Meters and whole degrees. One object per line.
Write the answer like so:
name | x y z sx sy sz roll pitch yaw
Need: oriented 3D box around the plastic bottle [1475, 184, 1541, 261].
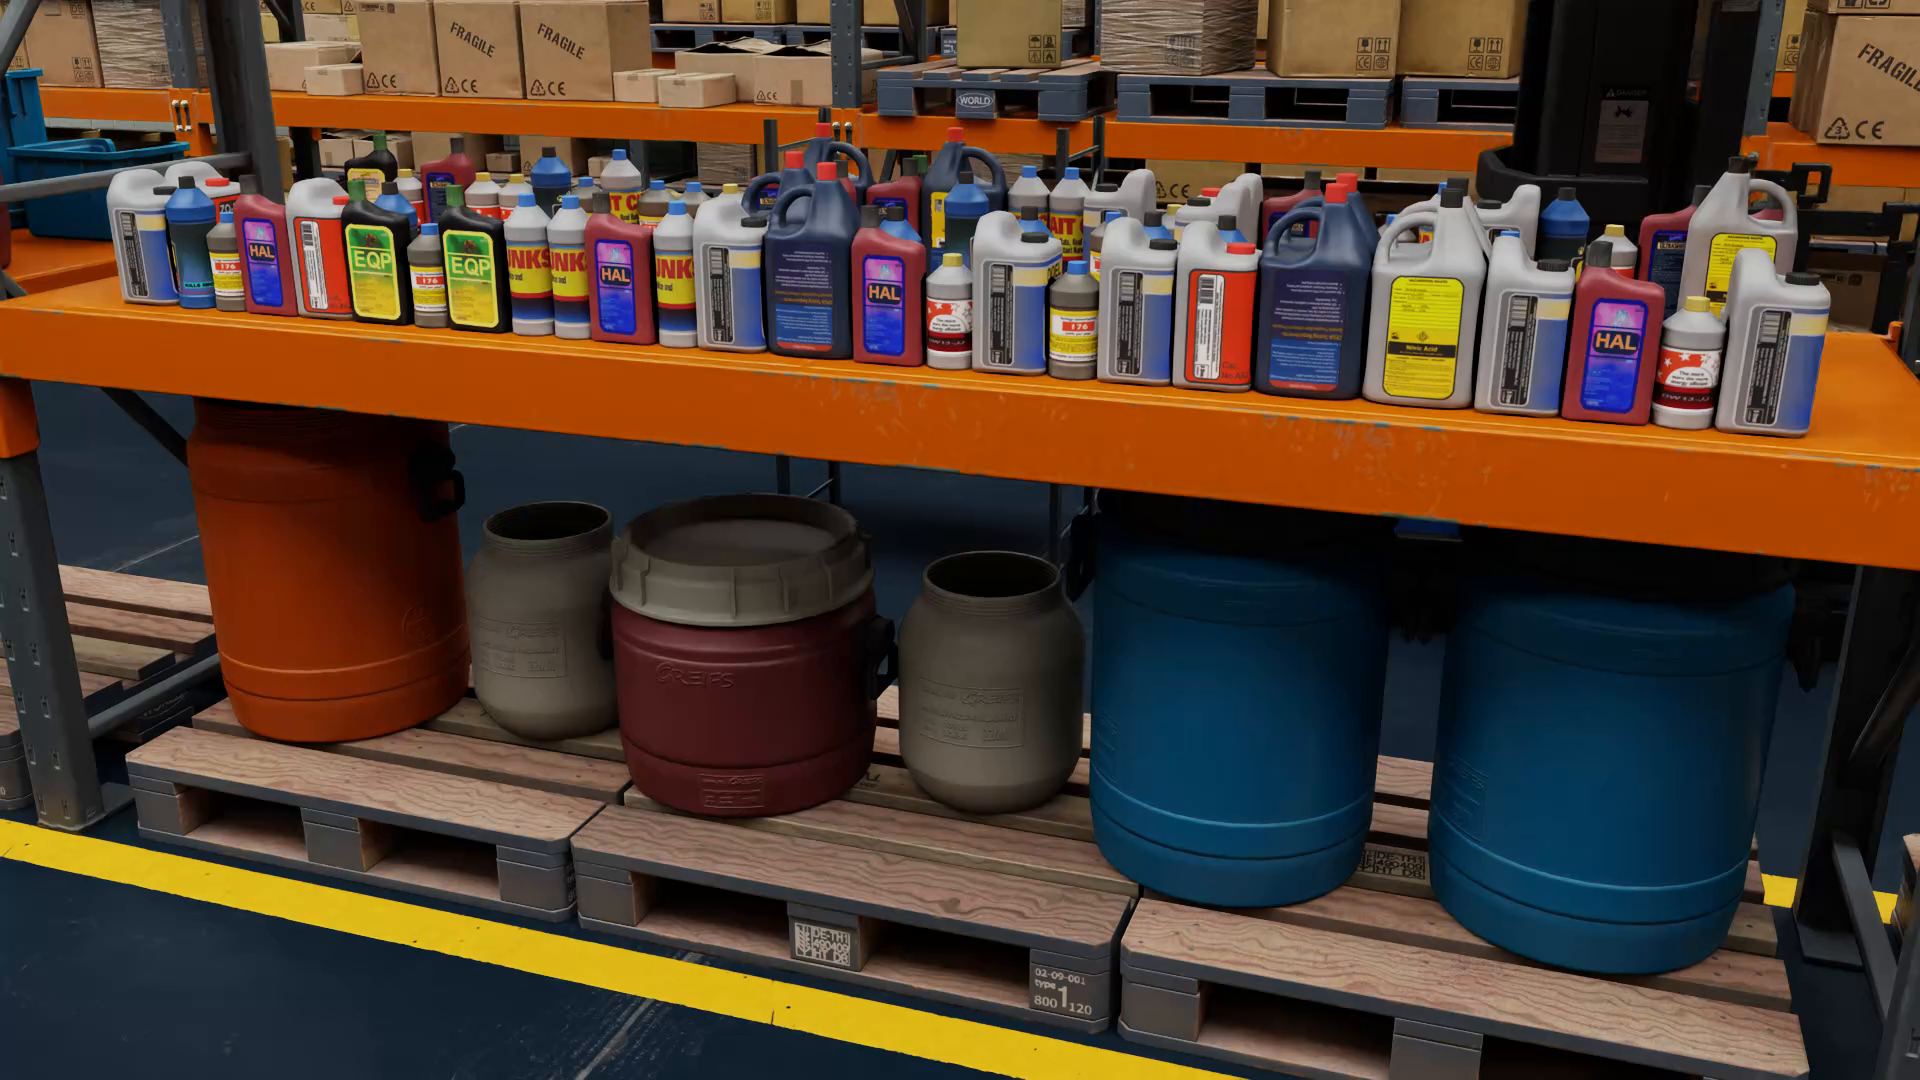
plastic bottle | 1.093 -0.580 3.372 0.135 0.276 0.152 7 20 18

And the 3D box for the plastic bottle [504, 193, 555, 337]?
plastic bottle | -0.843 -0.544 3.276 0.097 0.271 0.097 0 19 0

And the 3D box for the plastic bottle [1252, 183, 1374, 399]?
plastic bottle | 0.601 -0.425 2.813 0.185 0.351 0.144 7 20 18

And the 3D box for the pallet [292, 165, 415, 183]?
pallet | -5.505 -3.383 15.462 1.213 0.211 1.003 7 20 18

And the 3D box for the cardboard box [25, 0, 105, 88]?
cardboard box | -5.098 -2.983 9.924 0.500 0.500 0.700 6 20 17

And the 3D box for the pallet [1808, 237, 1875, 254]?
pallet | 5.695 -2.088 11.745 1.213 0.211 1.003 7 20 18

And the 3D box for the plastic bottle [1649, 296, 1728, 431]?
plastic bottle | 1.154 -0.283 2.633 0.097 0.201 0.097 0 19 0

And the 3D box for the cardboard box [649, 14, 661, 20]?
cardboard box | -2.928 -4.431 14.429 0.500 0.250 0.500 7 20 19

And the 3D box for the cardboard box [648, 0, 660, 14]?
cardboard box | -2.930 -4.784 14.300 0.500 0.500 0.500 6 20 17

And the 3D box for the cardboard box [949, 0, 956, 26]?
cardboard box | 0.240 -4.298 13.028 0.500 0.500 0.700 5 20 13

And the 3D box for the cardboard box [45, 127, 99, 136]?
cardboard box | -5.930 -2.397 10.797 0.500 0.500 0.500 7 20 18

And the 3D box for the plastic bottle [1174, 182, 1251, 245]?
plastic bottle | 0.514 -0.593 3.409 0.135 0.276 0.152 7 20 18

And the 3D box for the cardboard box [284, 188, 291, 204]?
cardboard box | -3.868 -1.877 9.592 0.500 0.311 0.500 7 20 18

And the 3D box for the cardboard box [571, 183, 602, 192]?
cardboard box | -2.262 -1.880 9.601 0.500 0.311 0.500 6 20 17

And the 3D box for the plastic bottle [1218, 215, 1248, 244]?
plastic bottle | 0.475 -0.447 2.996 0.097 0.271 0.097 0 19 0

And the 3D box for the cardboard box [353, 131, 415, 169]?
cardboard box | -5.170 -3.581 15.209 0.500 0.311 0.500 8 21 23

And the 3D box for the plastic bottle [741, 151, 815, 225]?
plastic bottle | -0.342 -0.586 3.274 0.185 0.351 0.144 7 20 18

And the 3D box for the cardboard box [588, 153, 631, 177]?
cardboard box | -3.070 -3.293 14.603 0.250 0.166 0.380 4 20 11

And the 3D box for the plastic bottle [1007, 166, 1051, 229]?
plastic bottle | 0.153 -0.695 3.708 0.097 0.271 0.097 0 19 0

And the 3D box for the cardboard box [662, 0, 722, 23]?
cardboard box | -2.085 -4.565 13.794 0.500 0.500 0.700 7 20 18

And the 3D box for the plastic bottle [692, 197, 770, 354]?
plastic bottle | -0.415 -0.507 3.162 0.135 0.276 0.152 7 20 18

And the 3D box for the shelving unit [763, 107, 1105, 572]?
shelving unit | -0.081 -0.717 5.856 1.048 1.500 0.538 7 20 18

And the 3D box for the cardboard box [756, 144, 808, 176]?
cardboard box | -1.349 -3.288 14.081 0.500 0.500 0.700 6 20 17

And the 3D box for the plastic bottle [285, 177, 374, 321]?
plastic bottle | -1.288 -0.607 3.449 0.135 0.276 0.152 7 20 18

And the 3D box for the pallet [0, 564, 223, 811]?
pallet | -2.746 0.358 4.728 1.213 0.211 1.003 7 20 18

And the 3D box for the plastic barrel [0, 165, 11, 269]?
plastic barrel | -2.565 -0.883 3.845 0.708 0.536 0.600 7 20 18

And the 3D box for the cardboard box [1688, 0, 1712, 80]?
cardboard box | 3.006 -2.337 7.432 0.500 0.500 0.700 0 19 0

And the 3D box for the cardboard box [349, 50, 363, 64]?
cardboard box | -3.286 -2.733 9.564 0.258 0.266 0.396 6 20 17

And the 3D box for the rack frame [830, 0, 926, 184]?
rack frame | -0.398 -2.402 8.411 0.127 3.000 1.000 7 20 18

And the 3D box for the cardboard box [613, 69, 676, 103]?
cardboard box | -1.621 -2.404 8.797 0.250 0.149 0.380 8 21 22

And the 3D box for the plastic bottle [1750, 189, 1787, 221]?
plastic bottle | 1.545 -0.548 3.268 0.133 0.283 0.061 7 20 18

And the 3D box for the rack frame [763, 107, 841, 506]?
rack frame | -0.561 -0.772 6.013 0.032 1.500 0.500 7 20 18

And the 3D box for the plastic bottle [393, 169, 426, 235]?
plastic bottle | -1.402 -0.840 4.230 0.097 0.201 0.097 0 19 0

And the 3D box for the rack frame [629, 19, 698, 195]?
rack frame | -2.555 -4.375 14.070 0.127 3.000 1.000 7 20 18

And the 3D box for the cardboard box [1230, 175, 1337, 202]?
cardboard box | 1.585 -1.642 8.219 0.500 0.250 0.500 6 20 17

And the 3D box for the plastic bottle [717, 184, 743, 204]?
plastic bottle | -0.540 -0.741 3.947 0.097 0.201 0.097 0 19 0

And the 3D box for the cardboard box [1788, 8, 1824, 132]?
cardboard box | 3.937 -2.043 7.229 0.500 0.500 0.500 7 20 19

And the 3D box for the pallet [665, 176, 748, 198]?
pallet | -1.819 -2.975 14.290 1.213 0.211 1.003 7 20 18

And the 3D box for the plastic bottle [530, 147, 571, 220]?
plastic bottle | -1.000 -0.827 4.087 0.097 0.271 0.097 0 19 0

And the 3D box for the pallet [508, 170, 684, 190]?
pallet | -3.201 -3.120 14.706 1.213 0.211 1.003 7 20 18

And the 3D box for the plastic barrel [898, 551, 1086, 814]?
plastic barrel | 0.070 0.316 3.753 0.421 0.512 0.421 0 19 0

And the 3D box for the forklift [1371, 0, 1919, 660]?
forklift | 2.479 -1.212 5.101 3.031 2.935 1.130 4 20 11

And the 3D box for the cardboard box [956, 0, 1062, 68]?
cardboard box | 0.234 -2.615 8.231 0.500 0.500 0.700 0 19 0

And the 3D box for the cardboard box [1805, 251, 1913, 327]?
cardboard box | 4.012 -1.024 7.587 0.500 0.500 0.500 7 20 18

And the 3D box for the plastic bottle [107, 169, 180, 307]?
plastic bottle | -1.725 -0.657 3.592 0.135 0.276 0.152 7 20 18

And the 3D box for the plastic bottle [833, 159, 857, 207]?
plastic bottle | -0.298 -0.708 3.728 0.133 0.283 0.061 7 20 18

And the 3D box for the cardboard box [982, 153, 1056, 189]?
cardboard box | 0.527 -3.032 13.347 0.500 0.500 0.700 7 20 19

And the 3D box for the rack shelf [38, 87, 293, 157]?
rack shelf | -6.066 -2.711 10.389 4.000 0.370 1.077 7 20 18

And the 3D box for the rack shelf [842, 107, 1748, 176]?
rack shelf | 1.491 -1.847 7.910 4.000 0.370 1.077 7 20 18

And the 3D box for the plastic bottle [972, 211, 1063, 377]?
plastic bottle | 0.105 -0.448 2.992 0.135 0.276 0.152 7 20 18
